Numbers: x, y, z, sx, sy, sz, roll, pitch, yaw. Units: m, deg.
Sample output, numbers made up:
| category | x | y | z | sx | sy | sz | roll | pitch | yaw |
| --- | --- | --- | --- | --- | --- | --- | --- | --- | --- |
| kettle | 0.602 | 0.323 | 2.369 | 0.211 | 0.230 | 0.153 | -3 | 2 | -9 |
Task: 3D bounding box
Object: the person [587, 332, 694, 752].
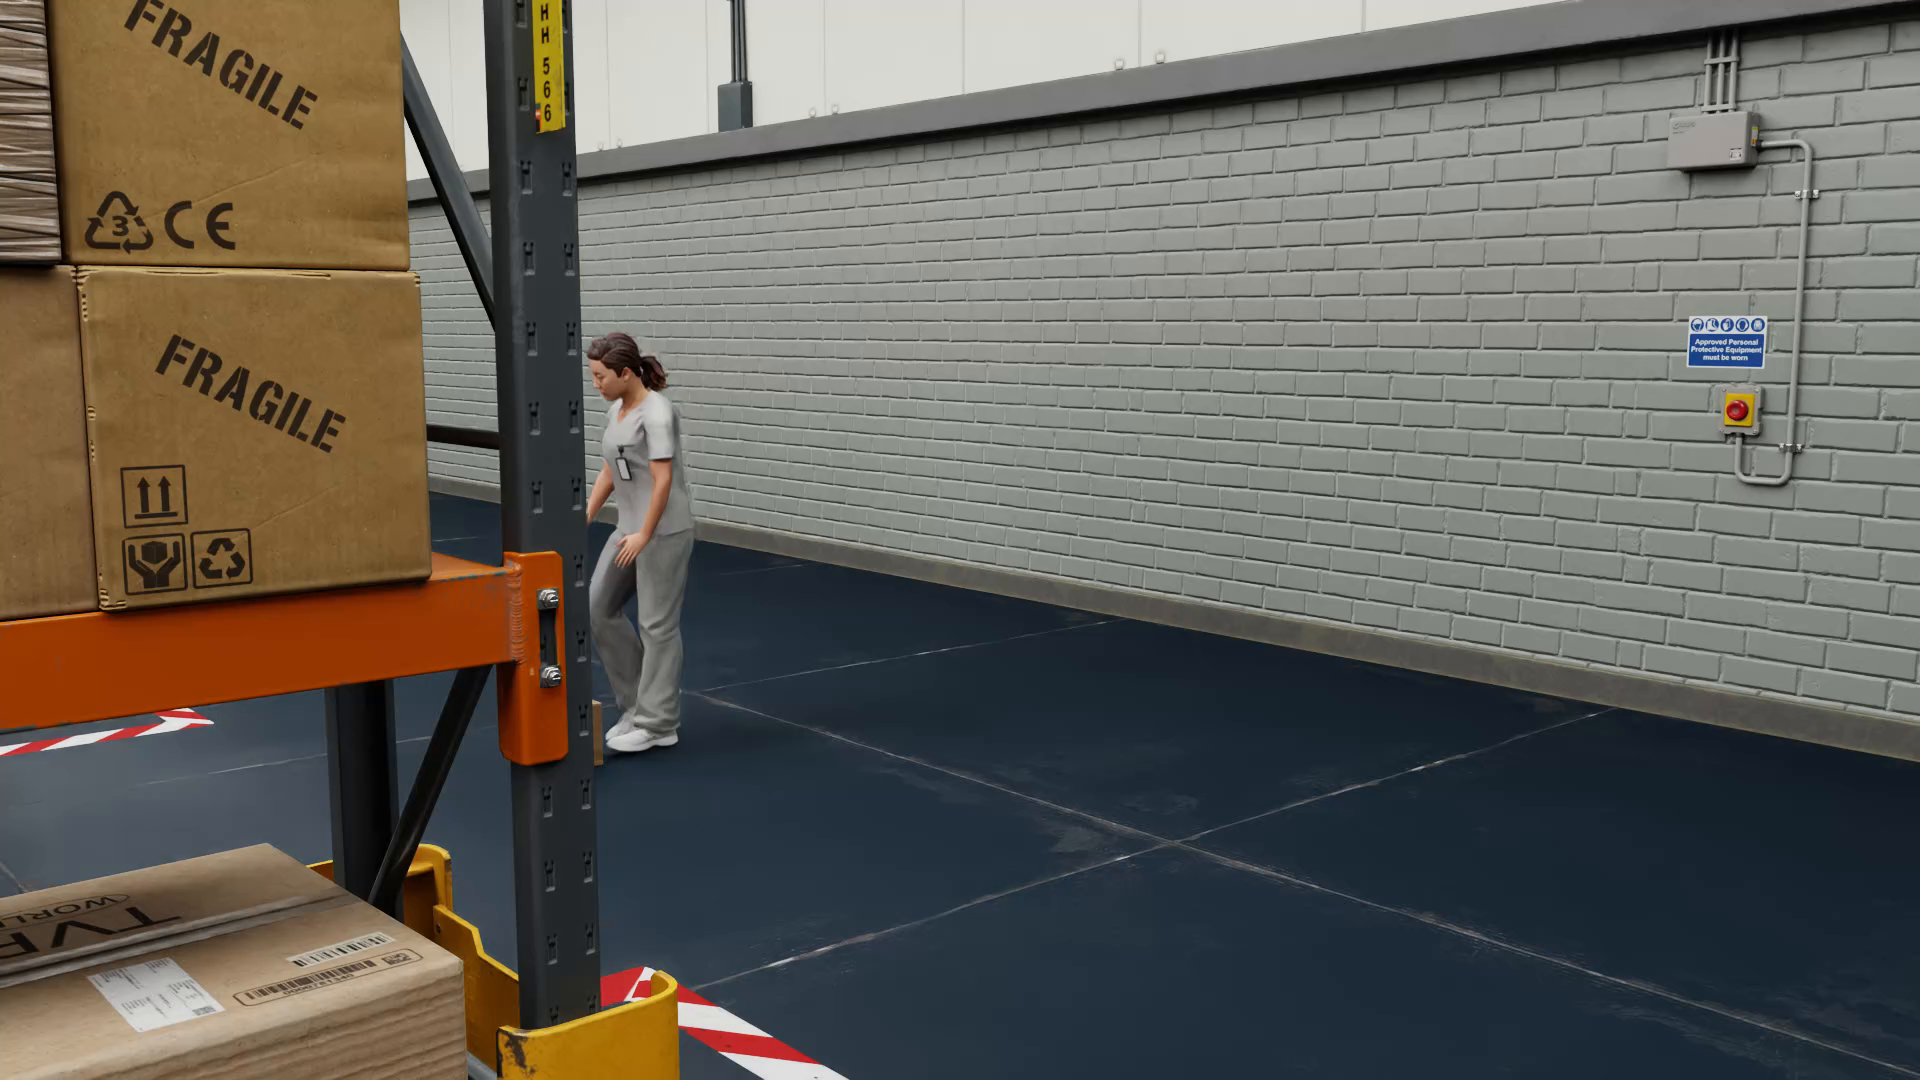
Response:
| category | x | y | z | sx | sy | sz | roll | pitch | yaw |
| --- | --- | --- | --- | --- | --- | --- | --- | --- | --- |
| person | -1.336 | 0.021 | 6.662 | 0.497 | 1.699 | 0.473 | -6 | 9 | -37 |
